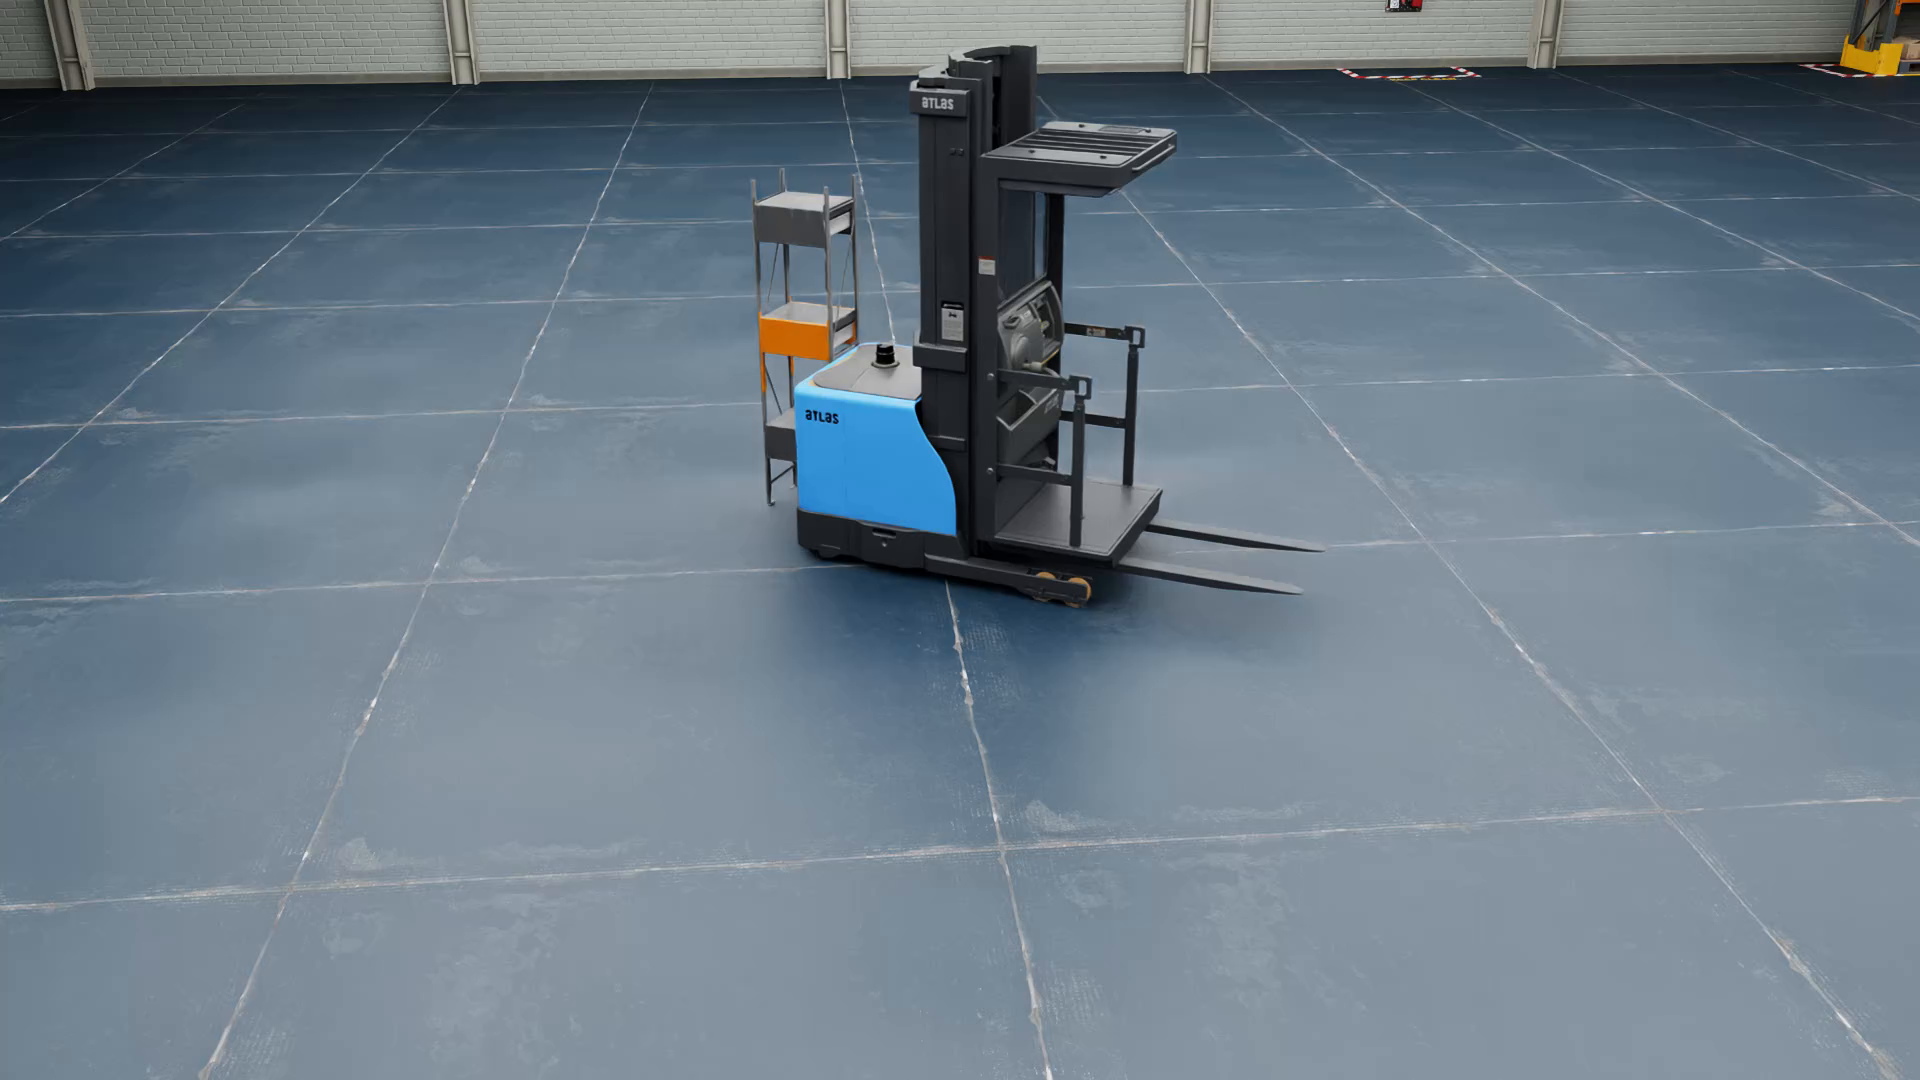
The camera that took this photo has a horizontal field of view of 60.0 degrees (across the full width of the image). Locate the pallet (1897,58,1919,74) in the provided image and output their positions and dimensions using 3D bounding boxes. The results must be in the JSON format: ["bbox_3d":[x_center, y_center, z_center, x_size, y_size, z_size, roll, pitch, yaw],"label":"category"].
[{"bbox_3d":[16.191,-8.081,28.171,1.213,0.211,1.003,-2,24,-5],"label":"pallet"}]

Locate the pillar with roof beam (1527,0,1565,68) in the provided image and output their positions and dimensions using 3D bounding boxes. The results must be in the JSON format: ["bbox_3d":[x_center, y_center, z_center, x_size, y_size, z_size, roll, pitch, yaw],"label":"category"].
[{"bbox_3d":[10.368,-10.474,22.735,0.400,9.000,9.100,-2,24,-5],"label":"pillar with roof beam"}]

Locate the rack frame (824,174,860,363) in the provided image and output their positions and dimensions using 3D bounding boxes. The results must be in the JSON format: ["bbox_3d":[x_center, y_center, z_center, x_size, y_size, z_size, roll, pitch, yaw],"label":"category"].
[{"bbox_3d":[-0.714,-1.177,10.313,0.015,2.100,0.400,10,26,21],"label":"rack frame"}]

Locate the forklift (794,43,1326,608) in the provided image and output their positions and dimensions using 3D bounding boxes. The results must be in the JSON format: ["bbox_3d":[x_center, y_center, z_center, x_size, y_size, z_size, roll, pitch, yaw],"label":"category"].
[{"bbox_3d":[0.587,-1.203,9.348,3.031,2.935,1.130,10,26,20],"label":"forklift"}]

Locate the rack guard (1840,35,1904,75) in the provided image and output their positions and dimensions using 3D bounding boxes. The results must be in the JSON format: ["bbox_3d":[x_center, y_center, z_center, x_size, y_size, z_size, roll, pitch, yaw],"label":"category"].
[{"bbox_3d":[15.379,-8.195,28.072,0.348,0.500,1.175,-2,24,-5],"label":"rack guard"}]

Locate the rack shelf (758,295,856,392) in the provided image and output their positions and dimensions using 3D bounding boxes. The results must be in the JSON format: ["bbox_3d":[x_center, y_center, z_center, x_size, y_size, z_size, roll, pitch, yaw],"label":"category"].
[{"bbox_3d":[-0.939,-1.203,10.405,0.480,0.518,0.431,10,26,21],"label":"rack shelf"}]

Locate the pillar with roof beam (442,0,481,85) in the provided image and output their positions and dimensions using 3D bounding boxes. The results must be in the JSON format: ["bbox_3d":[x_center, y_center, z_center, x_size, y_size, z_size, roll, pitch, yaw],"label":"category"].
[{"bbox_3d":[-7.545,-9.755,21.118,0.400,9.000,9.100,-2,24,-5],"label":"pillar with roof beam"}]

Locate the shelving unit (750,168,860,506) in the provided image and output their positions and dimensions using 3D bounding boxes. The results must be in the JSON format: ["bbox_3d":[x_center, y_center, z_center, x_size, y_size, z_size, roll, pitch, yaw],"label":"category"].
[{"bbox_3d":[-0.939,-1.215,10.399,0.503,2.100,0.431,10,26,21],"label":"shelving unit"}]

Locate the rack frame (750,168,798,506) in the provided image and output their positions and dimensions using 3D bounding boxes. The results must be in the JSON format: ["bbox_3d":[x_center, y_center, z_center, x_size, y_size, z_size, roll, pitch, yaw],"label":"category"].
[{"bbox_3d":[-1.164,-1.254,10.485,0.015,2.100,0.400,10,26,21],"label":"rack frame"}]

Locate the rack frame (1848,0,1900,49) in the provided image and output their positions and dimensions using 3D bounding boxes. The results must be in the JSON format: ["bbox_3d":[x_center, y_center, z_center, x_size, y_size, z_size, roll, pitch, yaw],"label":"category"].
[{"bbox_3d":[15.304,-9.334,27.557,0.127,3.000,1.000,-2,24,-5],"label":"rack frame"}]

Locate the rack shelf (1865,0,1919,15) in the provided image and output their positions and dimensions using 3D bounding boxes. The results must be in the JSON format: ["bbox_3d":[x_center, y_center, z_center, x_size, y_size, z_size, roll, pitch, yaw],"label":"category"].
[{"bbox_3d":[17.294,-9.085,27.883,4.000,0.370,1.077,-2,24,-5],"label":"rack shelf"}]

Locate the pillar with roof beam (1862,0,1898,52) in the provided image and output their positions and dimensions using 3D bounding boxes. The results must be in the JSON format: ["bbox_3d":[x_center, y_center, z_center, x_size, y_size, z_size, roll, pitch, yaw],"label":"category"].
[{"bbox_3d":[16.338,-10.713,23.274,0.400,9.000,9.100,-2,24,-5],"label":"pillar with roof beam"}]

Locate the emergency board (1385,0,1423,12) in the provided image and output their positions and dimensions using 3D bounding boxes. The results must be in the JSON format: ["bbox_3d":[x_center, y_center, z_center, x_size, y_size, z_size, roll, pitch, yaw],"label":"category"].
[{"bbox_3d":[7.481,-9.389,27.681,0.643,1.169,0.194,-2,24,-5],"label":"emergency board"}]

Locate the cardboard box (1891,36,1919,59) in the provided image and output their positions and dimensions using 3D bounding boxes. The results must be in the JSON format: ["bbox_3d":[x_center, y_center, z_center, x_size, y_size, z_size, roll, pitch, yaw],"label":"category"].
[{"bbox_3d":[16.001,-8.298,27.995,0.500,0.311,0.500,-5,24,-11],"label":"cardboard box"}]

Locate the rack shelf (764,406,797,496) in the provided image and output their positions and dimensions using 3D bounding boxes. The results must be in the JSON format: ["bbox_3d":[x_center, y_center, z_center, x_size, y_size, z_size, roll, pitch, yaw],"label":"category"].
[{"bbox_3d":[-0.939,-0.563,10.689,0.480,0.518,0.431,10,26,21],"label":"rack shelf"}]

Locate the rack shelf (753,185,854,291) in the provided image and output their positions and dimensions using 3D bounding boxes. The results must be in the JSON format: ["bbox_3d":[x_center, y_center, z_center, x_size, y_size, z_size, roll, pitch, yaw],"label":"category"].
[{"bbox_3d":[-0.939,-1.843,10.120,0.480,0.518,0.431,10,26,21],"label":"rack shelf"}]

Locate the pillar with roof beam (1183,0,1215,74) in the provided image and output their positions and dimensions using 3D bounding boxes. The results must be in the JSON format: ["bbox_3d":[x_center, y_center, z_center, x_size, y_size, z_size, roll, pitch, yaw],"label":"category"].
[{"bbox_3d":[4.397,-10.234,22.196,0.400,9.000,9.100,-2,24,-5],"label":"pillar with roof beam"}]

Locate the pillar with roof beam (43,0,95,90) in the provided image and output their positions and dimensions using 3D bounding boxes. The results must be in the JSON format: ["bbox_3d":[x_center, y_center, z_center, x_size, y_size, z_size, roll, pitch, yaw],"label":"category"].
[{"bbox_3d":[-13.516,-9.516,20.579,0.400,9.000,9.100,-2,24,-5],"label":"pillar with roof beam"}]

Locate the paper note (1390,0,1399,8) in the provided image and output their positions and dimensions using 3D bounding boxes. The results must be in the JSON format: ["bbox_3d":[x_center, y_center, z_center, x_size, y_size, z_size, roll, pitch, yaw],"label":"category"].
[{"bbox_3d":[7.298,-9.007,27.907,0.142,0.148,0.016,-2,24,-5],"label":"paper note"}]

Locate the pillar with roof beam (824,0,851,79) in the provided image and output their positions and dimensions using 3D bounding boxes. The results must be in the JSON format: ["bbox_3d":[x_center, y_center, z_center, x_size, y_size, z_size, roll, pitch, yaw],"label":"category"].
[{"bbox_3d":[-1.574,-9.995,21.657,0.400,9.000,9.100,-2,24,-5],"label":"pillar with roof beam"}]
